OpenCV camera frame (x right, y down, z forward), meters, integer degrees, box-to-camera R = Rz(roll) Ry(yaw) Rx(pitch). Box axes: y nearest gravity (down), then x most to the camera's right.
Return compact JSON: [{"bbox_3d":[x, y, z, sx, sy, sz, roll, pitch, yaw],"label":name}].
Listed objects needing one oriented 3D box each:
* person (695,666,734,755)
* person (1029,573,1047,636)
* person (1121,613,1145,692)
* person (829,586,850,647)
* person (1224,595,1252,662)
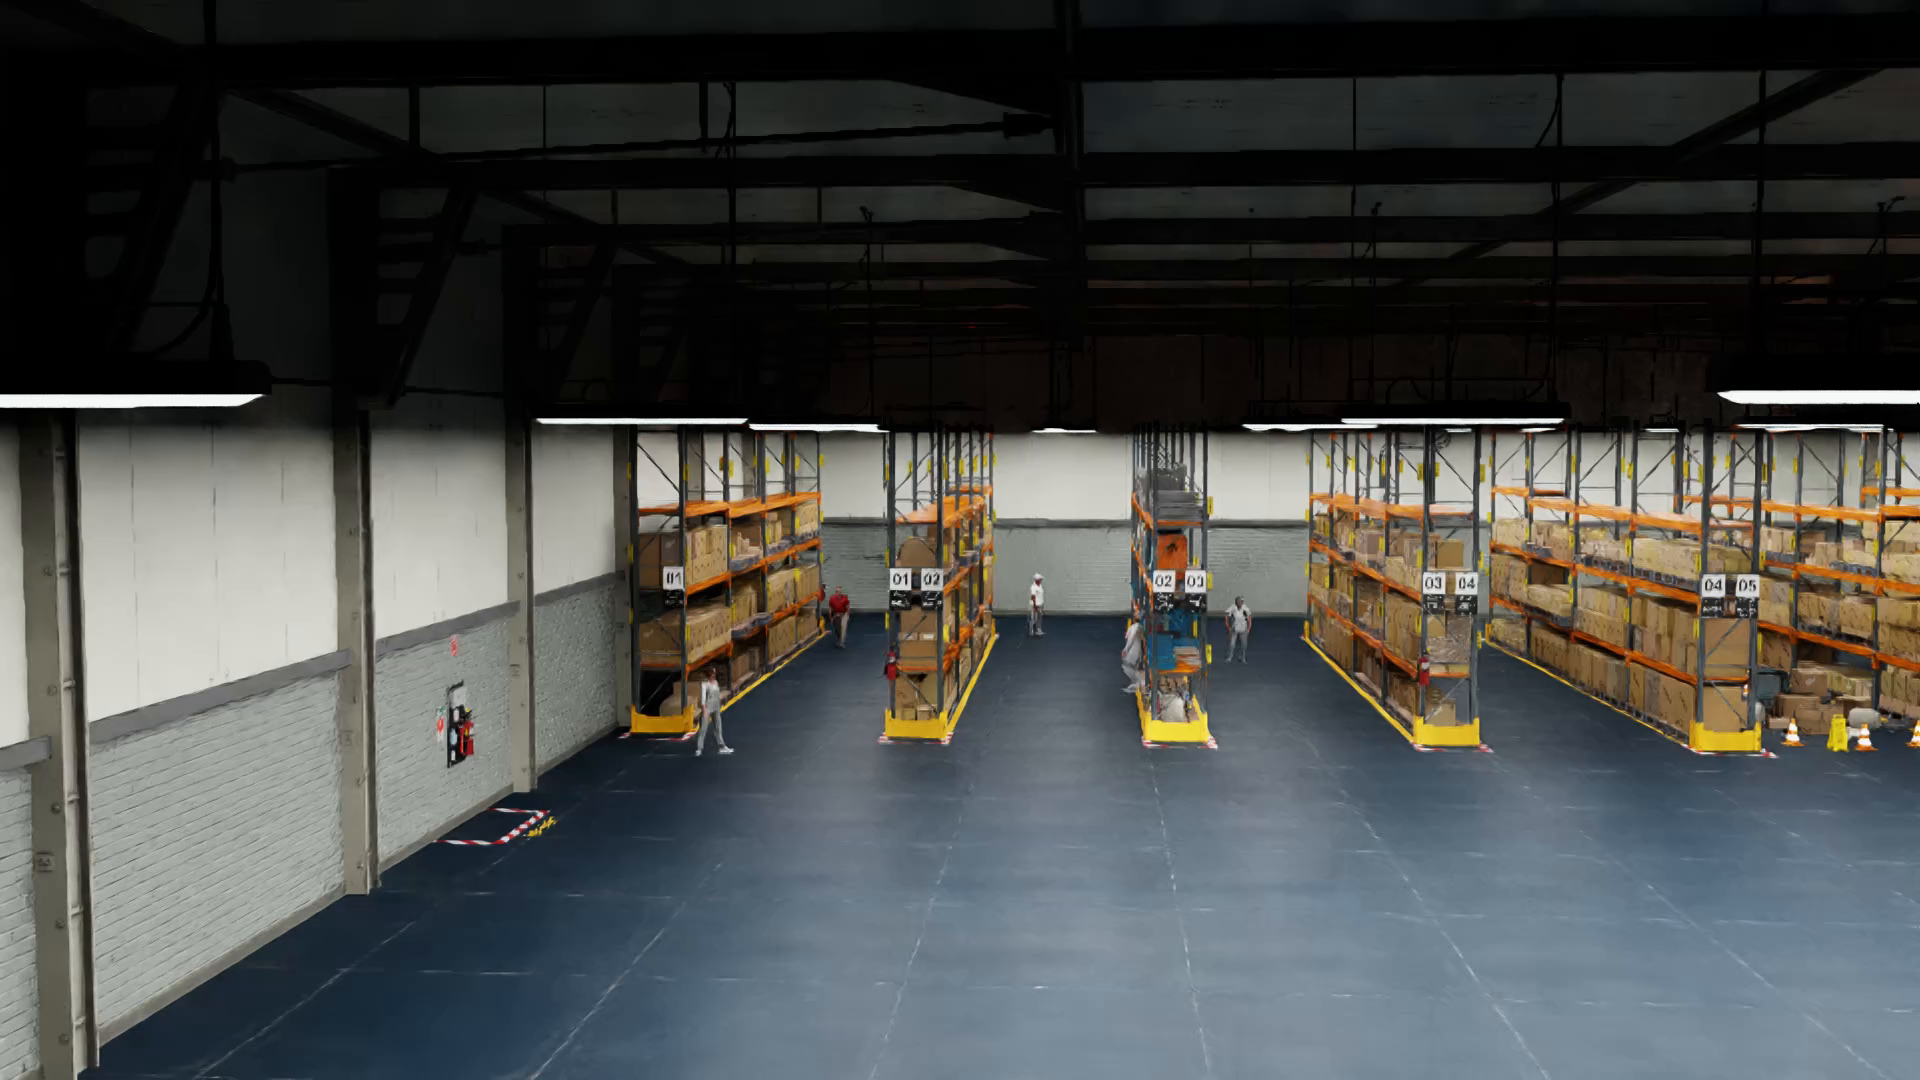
[{"bbox_3d":[-4.432,3.036,29.686,0.496,1.591,0.626,3,5,37],"label":"person"},{"bbox_3d":[2.206,1.828,47.356,0.417,1.767,0.646,2,4,24],"label":"person"},{"bbox_3d":[3.868,2.493,36.860,0.590,1.775,0.641,1,4,21],"label":"person"},{"bbox_3d":[-3.269,2.045,44.878,0.542,1.645,1.126,0,4,7],"label":"person"},{"bbox_3d":[6.989,2.229,41.798,0.682,1.711,0.536,0,4,3],"label":"person"}]
